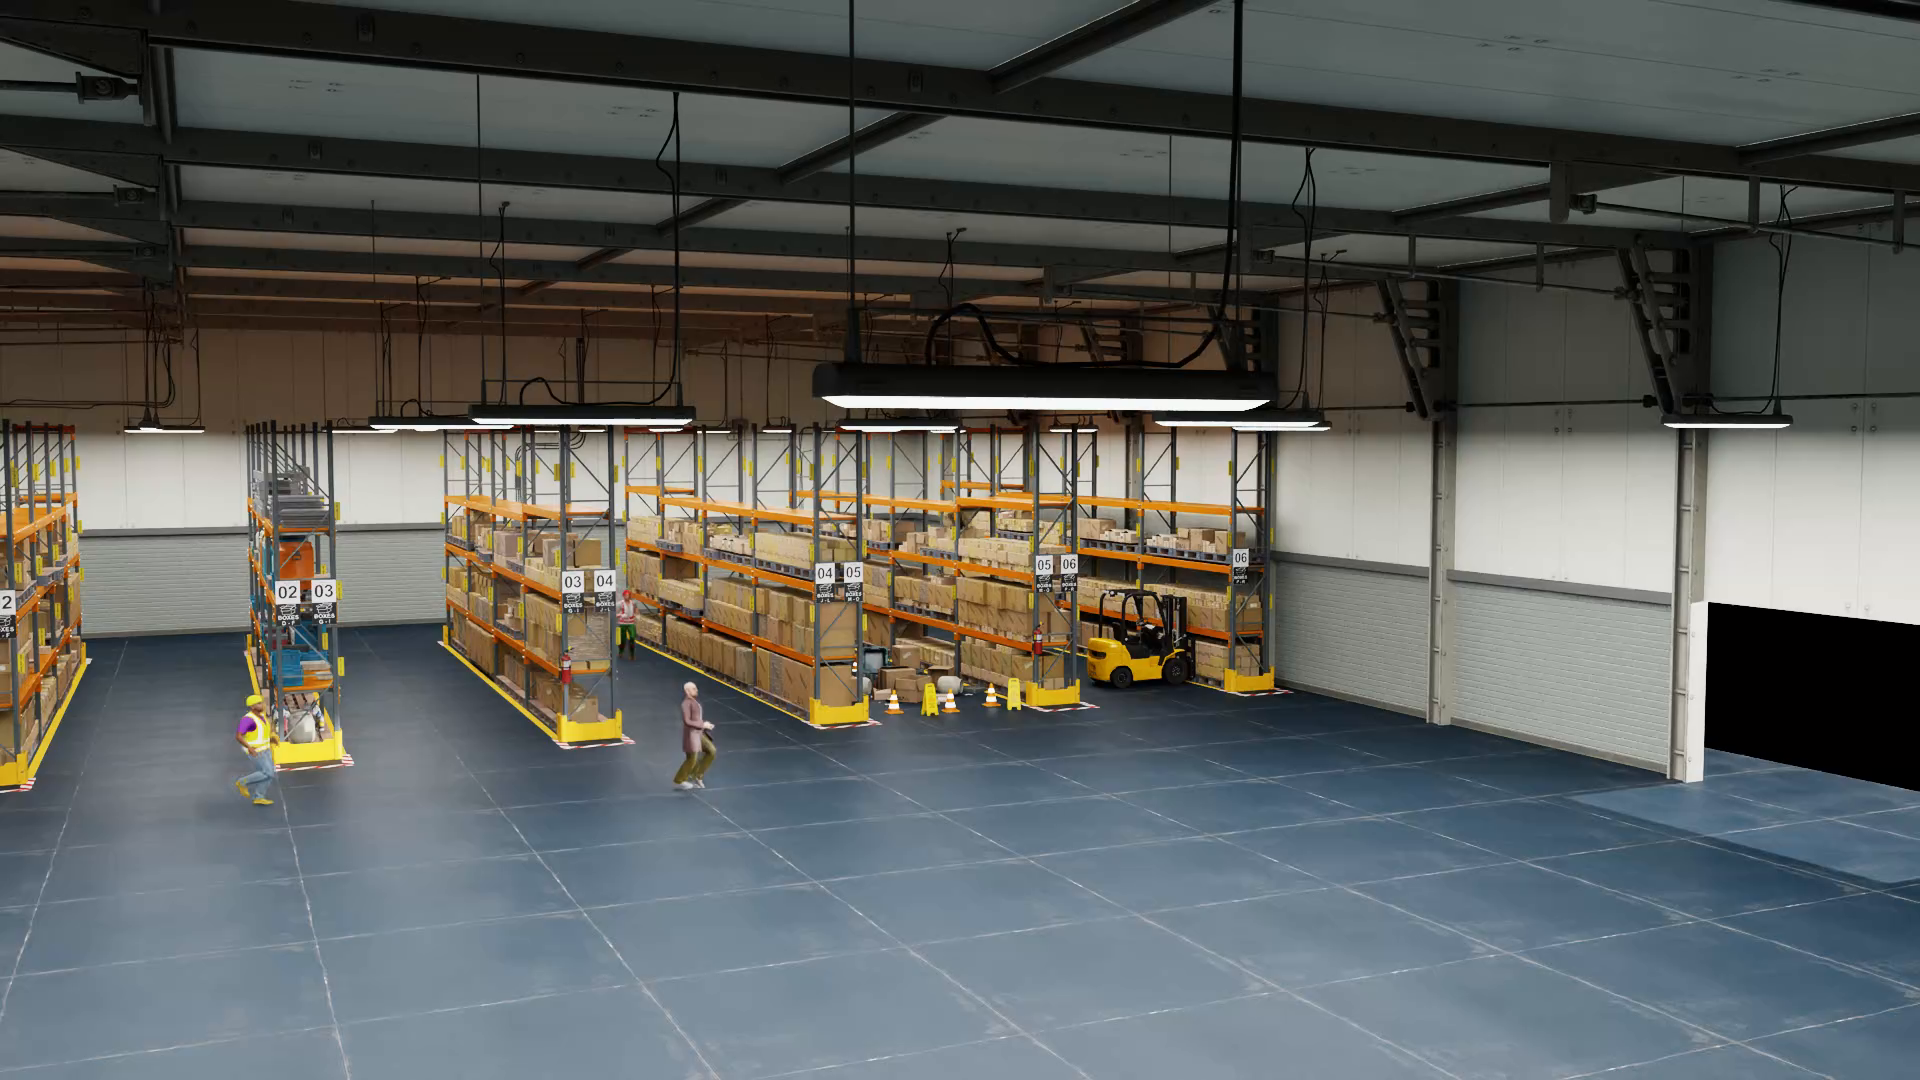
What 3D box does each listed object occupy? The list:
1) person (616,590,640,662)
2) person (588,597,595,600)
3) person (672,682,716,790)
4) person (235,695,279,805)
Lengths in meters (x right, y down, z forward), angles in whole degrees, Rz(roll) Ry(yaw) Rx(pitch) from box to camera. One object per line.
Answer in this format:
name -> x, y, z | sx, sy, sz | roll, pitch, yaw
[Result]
person -> -8.486, 2.191, 42.383 | 0.686, 1.864, 0.781 | -2, 4, -26
person -> -10.756, 1.922, 47.786 | 0.813, 1.612, 0.742 | 1, 4, 21
person -> -4.298, 3.177, 26.893 | 0.741, 1.766, 0.719 | 1, 4, 10
person -> -10.924, 3.257, 25.827 | 0.577, 1.714, 0.718 | 0, 4, 1
